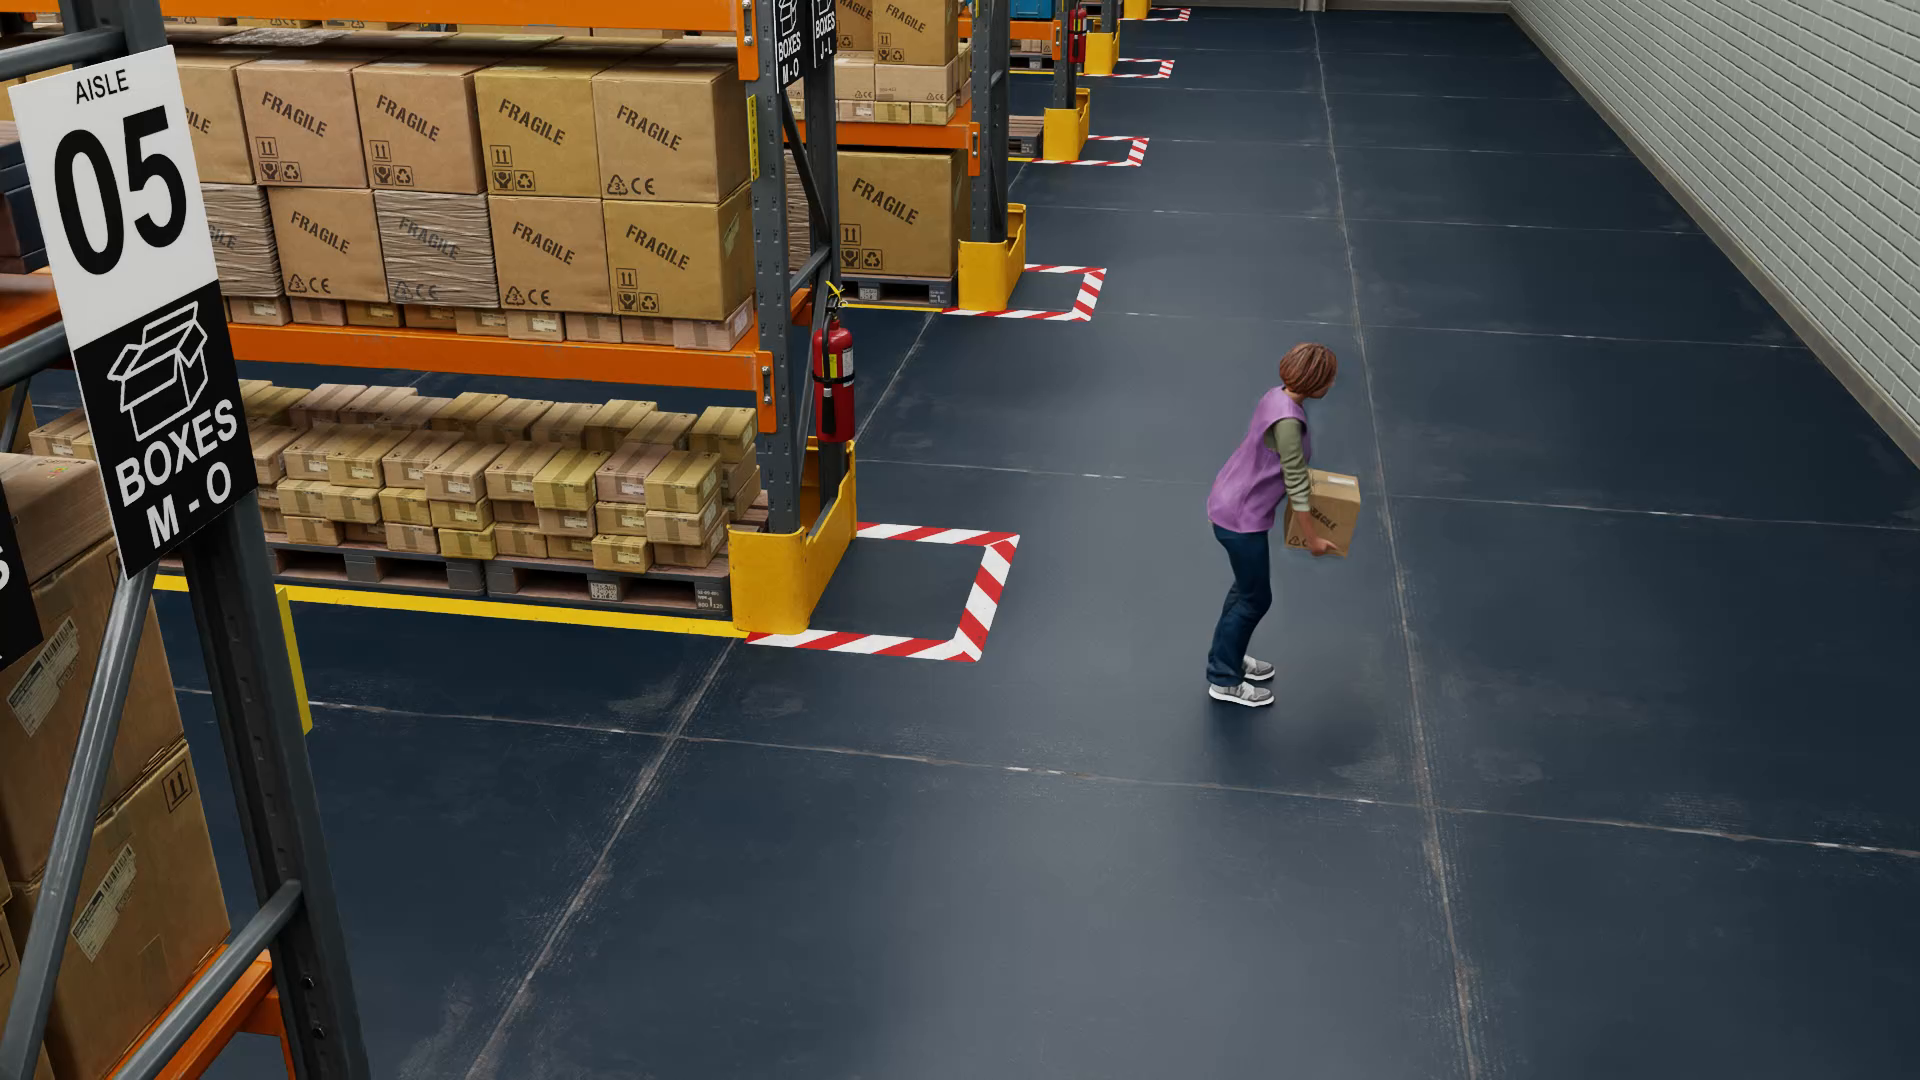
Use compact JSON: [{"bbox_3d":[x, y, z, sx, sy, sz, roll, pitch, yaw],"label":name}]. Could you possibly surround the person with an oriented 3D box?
[{"bbox_3d":[1.273,-0.066,6.808,0.532,1.562,0.371,4,26,8],"label":"person"}]
